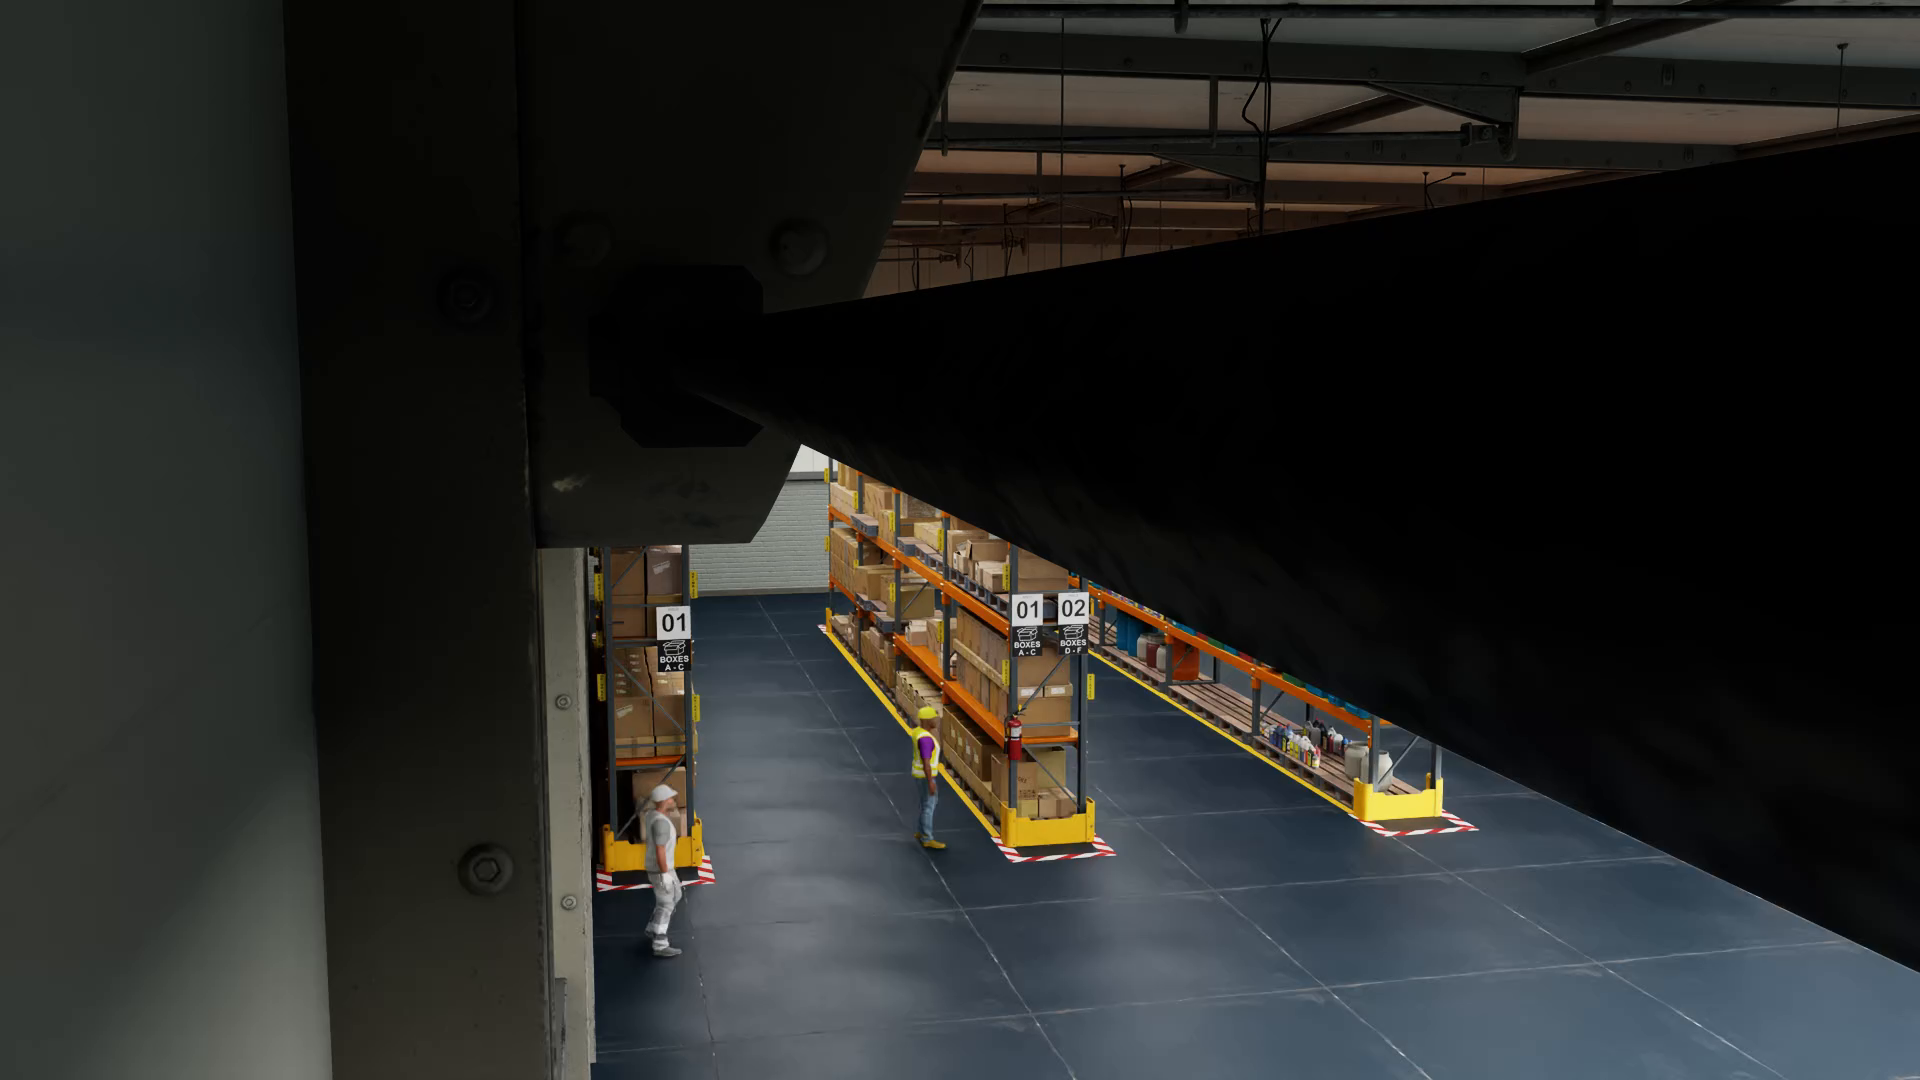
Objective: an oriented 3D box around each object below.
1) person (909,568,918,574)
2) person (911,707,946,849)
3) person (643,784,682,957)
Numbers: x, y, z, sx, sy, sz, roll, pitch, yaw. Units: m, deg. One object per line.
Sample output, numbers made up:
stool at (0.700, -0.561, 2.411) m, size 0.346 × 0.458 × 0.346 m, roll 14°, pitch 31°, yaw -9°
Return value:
person at (-1.103, 1.086, 37.285) m, size 0.673 × 1.815 × 0.935 m, roll -2°, pitch 7°, yaw -13°
person at (-0.403, 3.012, 20.963) m, size 0.399 × 1.840 × 0.660 m, roll -1°, pitch 7°, yaw -9°
person at (-3.088, 3.416, 17.217) m, size 0.409 × 1.785 × 0.677 m, roll -1°, pitch 7°, yaw -11°
